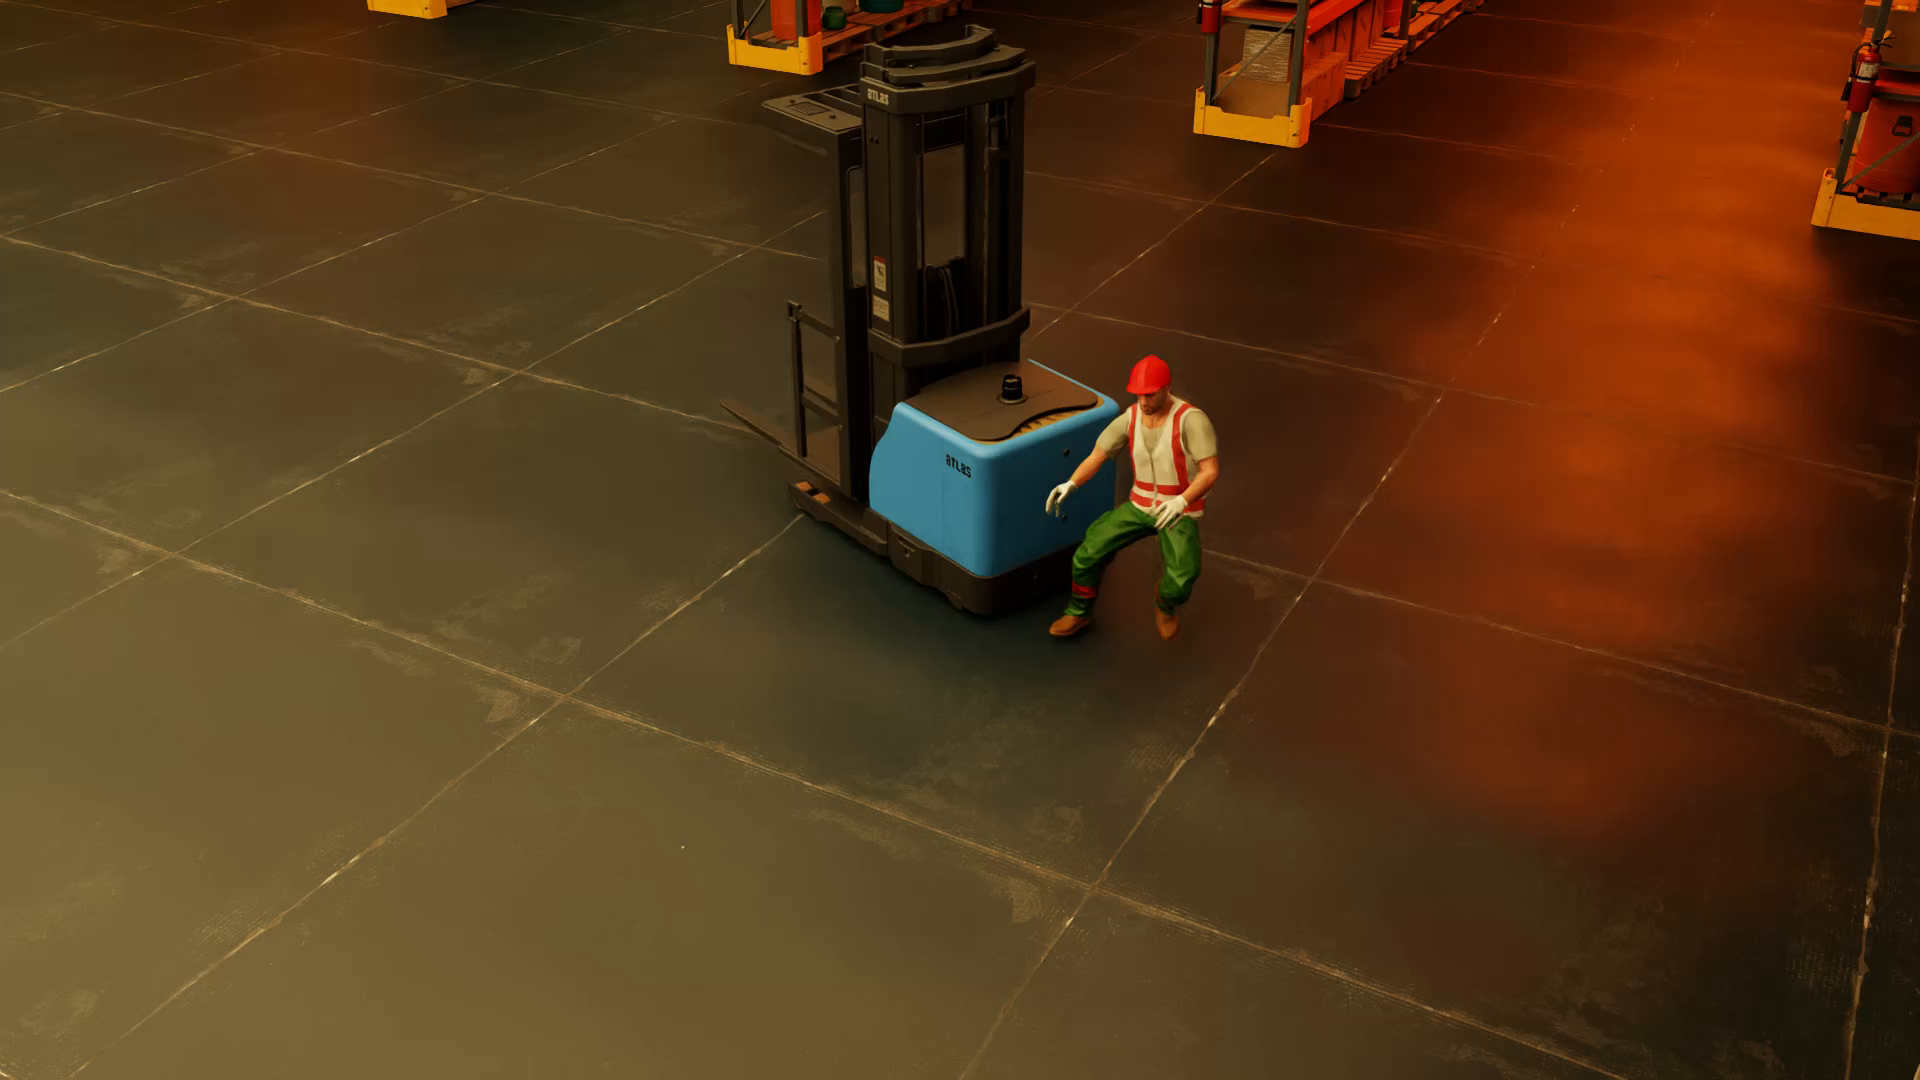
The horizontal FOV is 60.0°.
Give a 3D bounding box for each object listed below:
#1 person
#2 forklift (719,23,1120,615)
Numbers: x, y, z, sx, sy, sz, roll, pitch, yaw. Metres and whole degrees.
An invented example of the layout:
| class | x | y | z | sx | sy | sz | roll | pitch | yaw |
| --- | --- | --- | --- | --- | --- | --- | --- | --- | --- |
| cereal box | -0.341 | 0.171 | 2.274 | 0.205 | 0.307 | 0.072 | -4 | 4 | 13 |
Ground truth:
| class | x | y | z | sx | sy | sz | roll | pitch | yaw |
| --- | --- | --- | --- | --- | --- | --- | --- | --- | --- |
| person | 0.907 | -0.140 | 8.578 | 0.803 | 1.599 | 0.740 | 18 | 34 | 28 |
| forklift | -0.414 | -1.527 | 9.716 | 1.130 | 2.935 | 3.031 | -22 | 37 | -33 |
